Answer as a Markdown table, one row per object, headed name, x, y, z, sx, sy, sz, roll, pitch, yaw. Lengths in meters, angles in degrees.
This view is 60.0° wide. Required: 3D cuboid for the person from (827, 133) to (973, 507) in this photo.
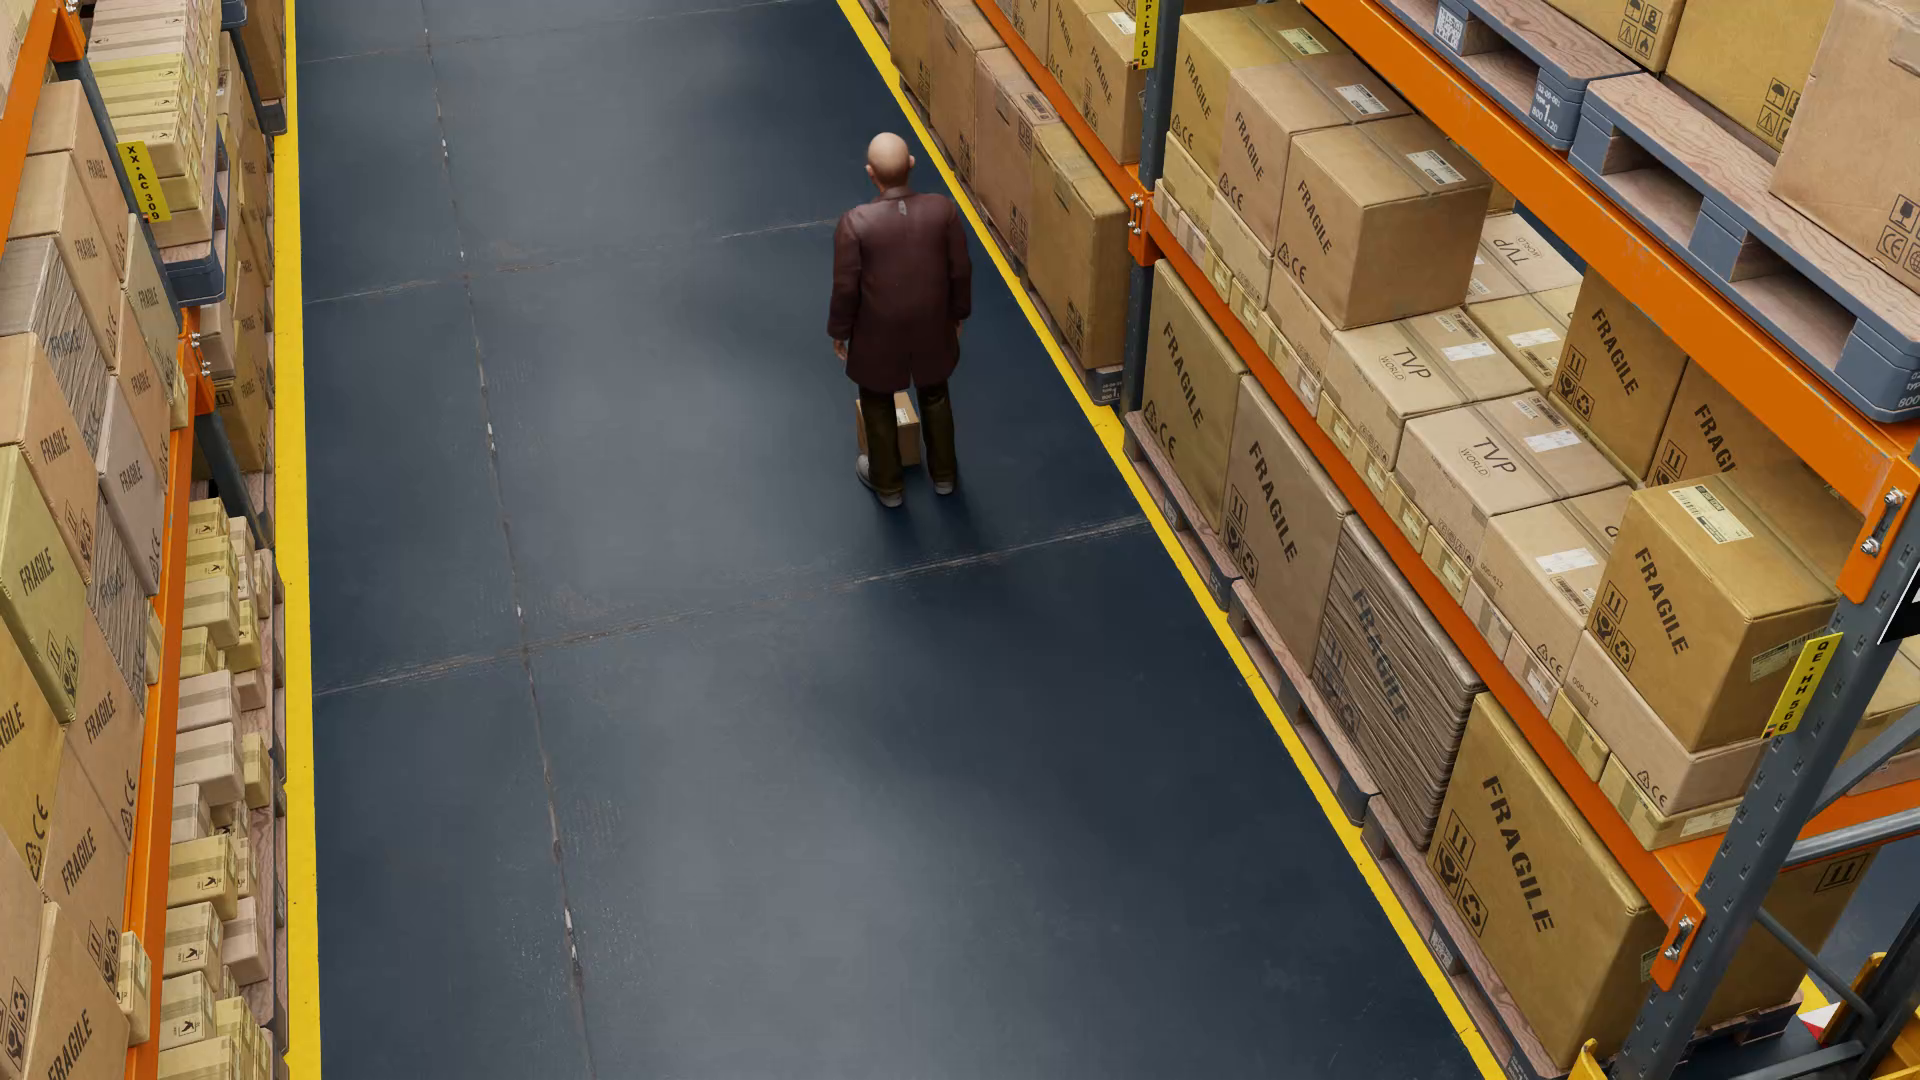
| name | x | y | z | sx | sy | sz | roll | pitch | yaw |
| --- | --- | --- | --- | --- | --- | --- | --- | --- | --- |
| person | -0.256 | -0.930 | 7.216 | 0.644 | 1.774 | 0.425 | -11 | 43 | -13 |
